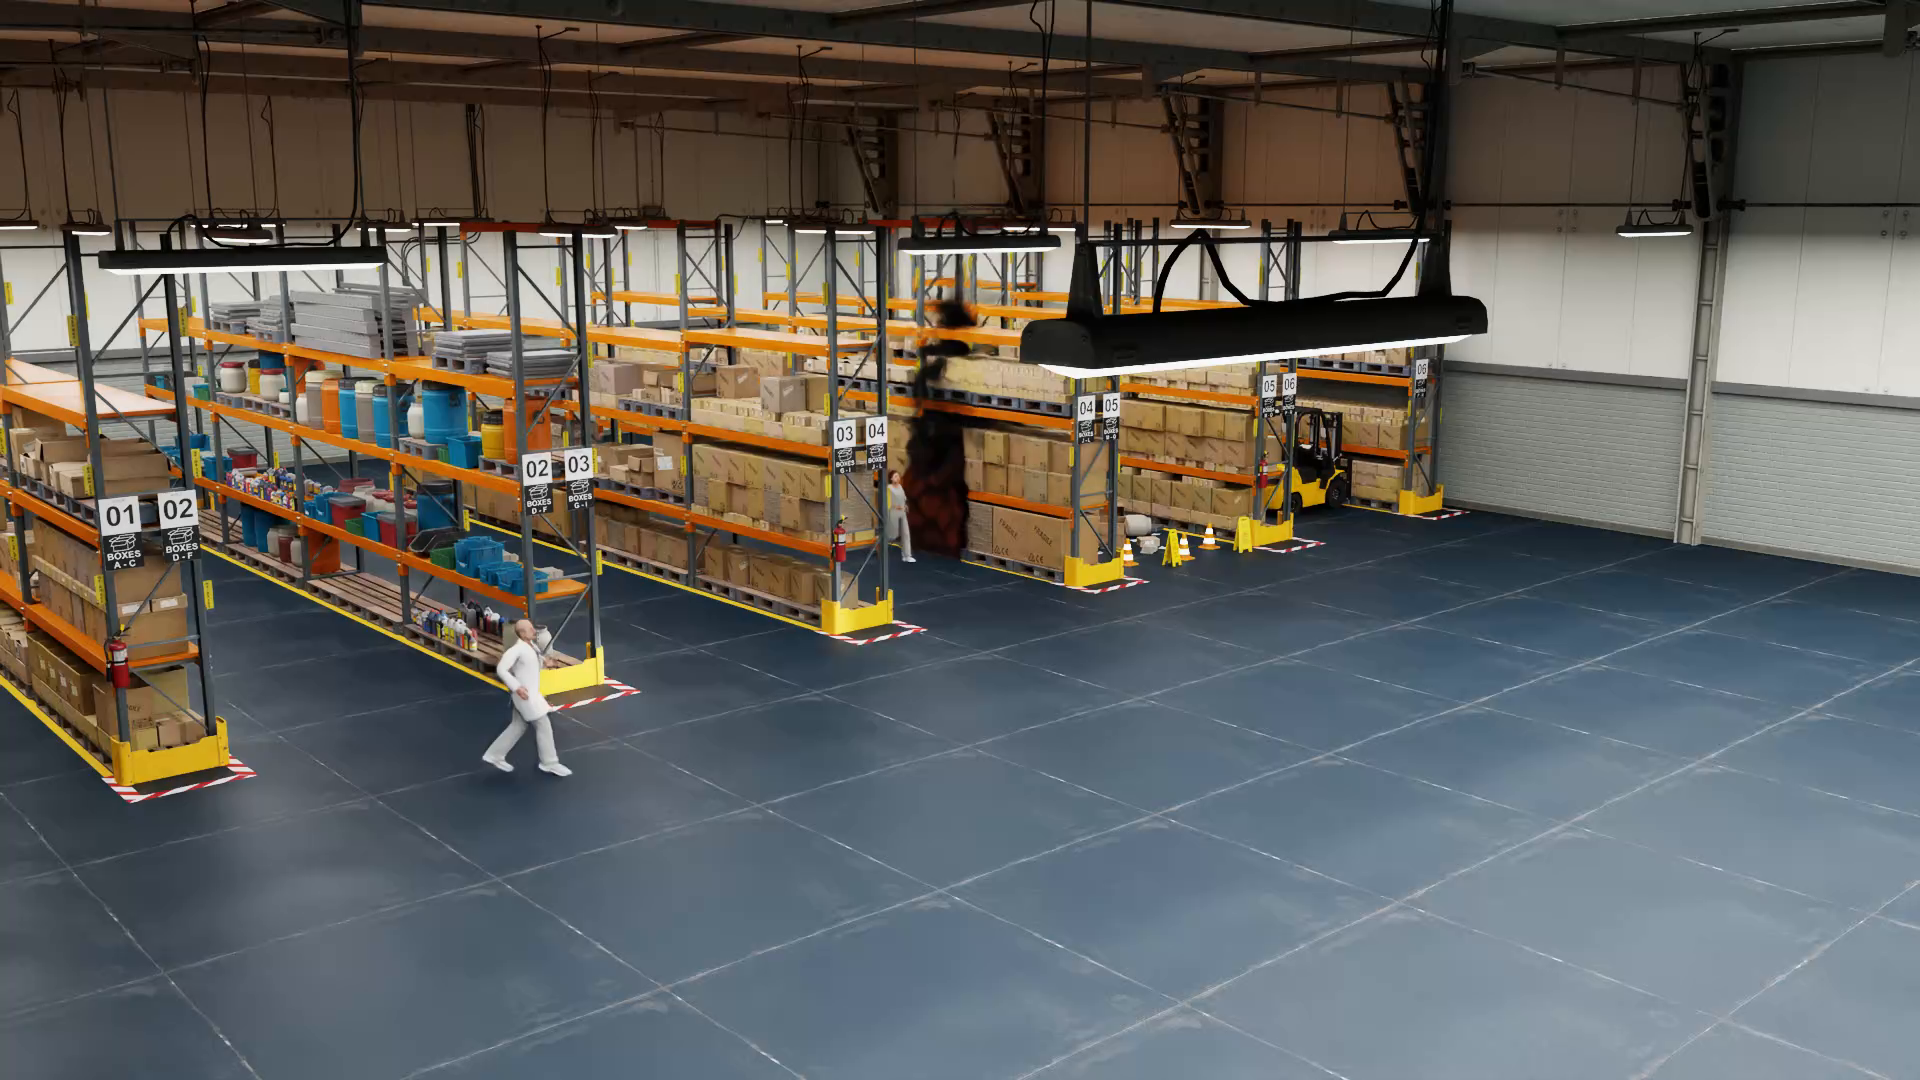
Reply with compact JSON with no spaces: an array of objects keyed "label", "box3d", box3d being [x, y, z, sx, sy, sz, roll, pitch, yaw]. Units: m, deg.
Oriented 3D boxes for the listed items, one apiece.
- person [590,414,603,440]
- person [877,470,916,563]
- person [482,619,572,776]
[{"label":"person","box3d":[-8.387,-2.005,37.523,0.674,1.806,0.755,-8,14,-33]},{"label":"person","box3d":[-1.134,-0.444,29.881,0.584,1.633,0.970,-11,16,-44]},{"label":"person","box3d":[-4.885,1.766,18.614,0.974,1.817,0.679,-3,12,-13]}]
